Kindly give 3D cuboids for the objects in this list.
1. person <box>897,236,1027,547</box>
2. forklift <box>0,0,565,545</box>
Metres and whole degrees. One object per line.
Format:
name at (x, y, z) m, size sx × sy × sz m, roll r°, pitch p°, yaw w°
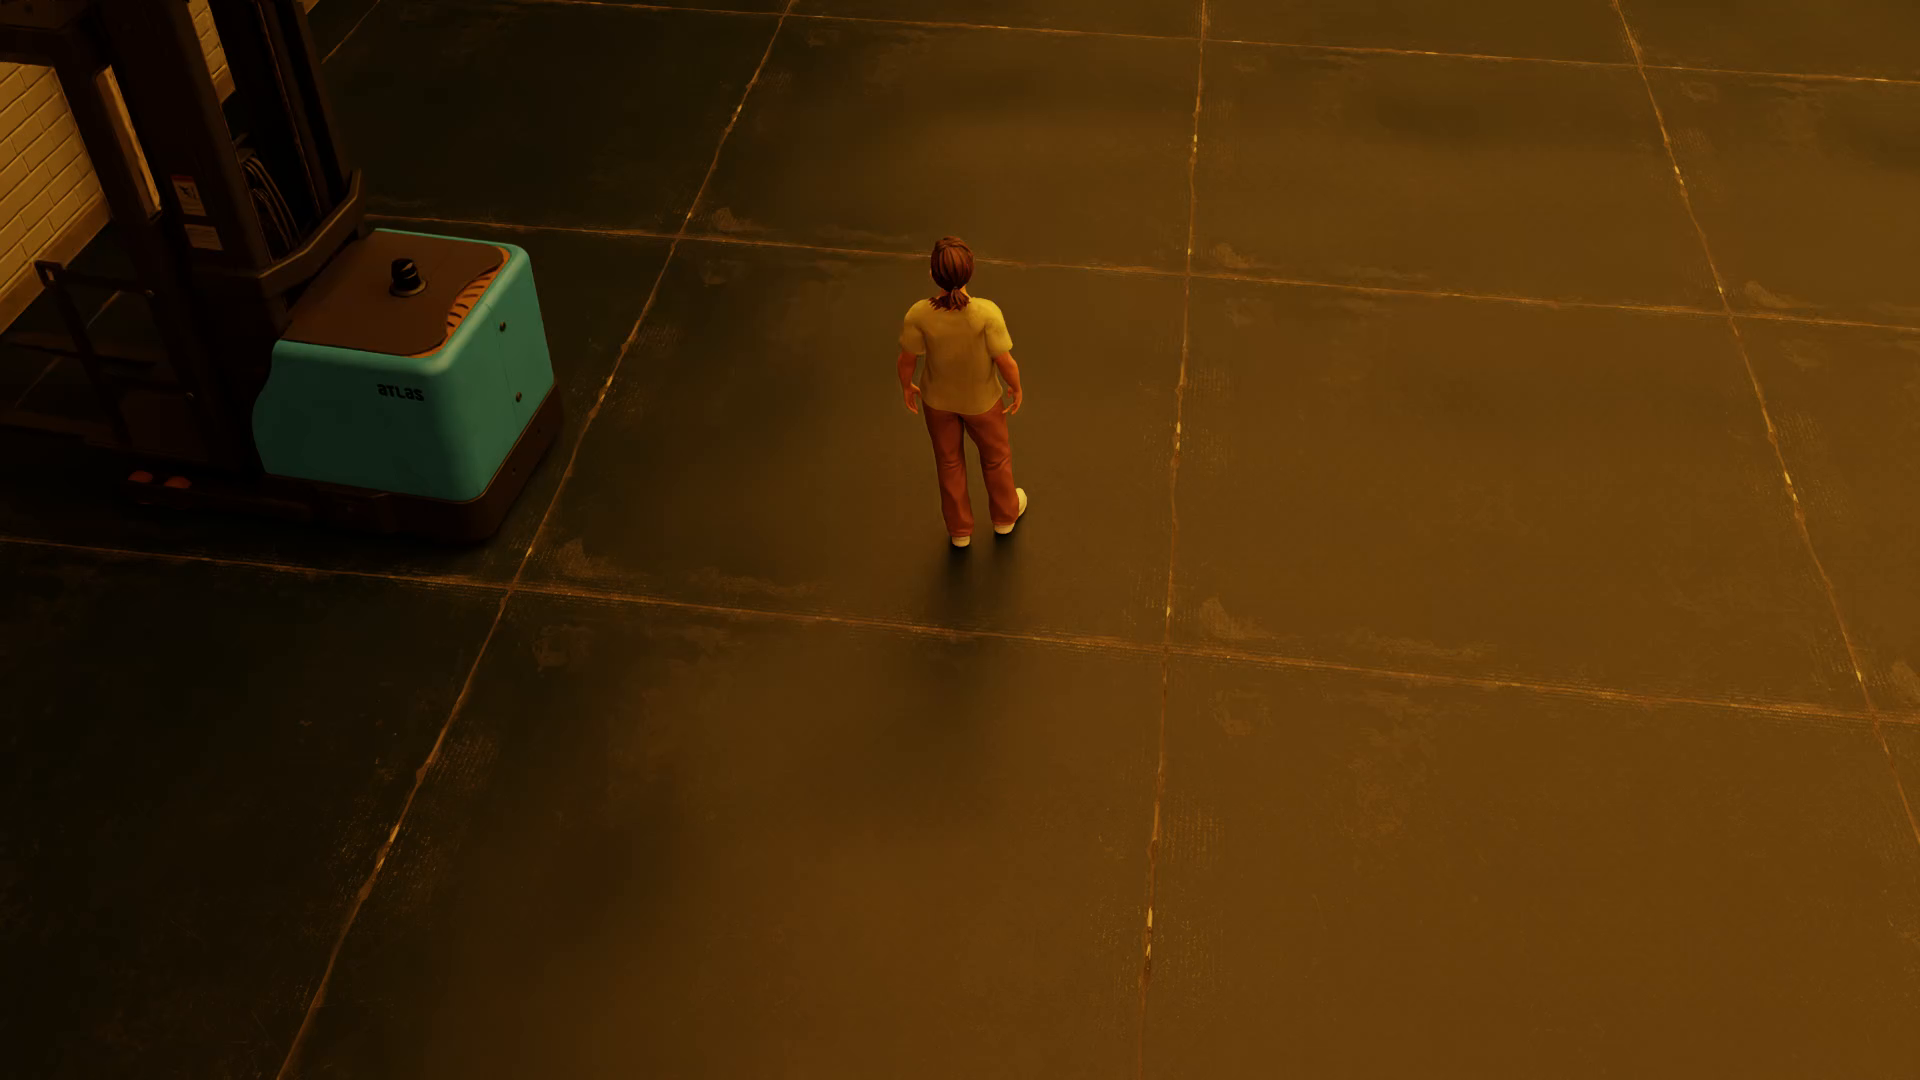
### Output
person at (0.021, -0.579, 7.457) m, size 0.554 × 1.423 × 0.548 m, roll 5°, pitch 43°, yaw 6°
forklift at (-3.580, -1.565, 7.428) m, size 3.031 × 2.935 × 1.130 m, roll 8°, pitch 43°, yaw 9°
